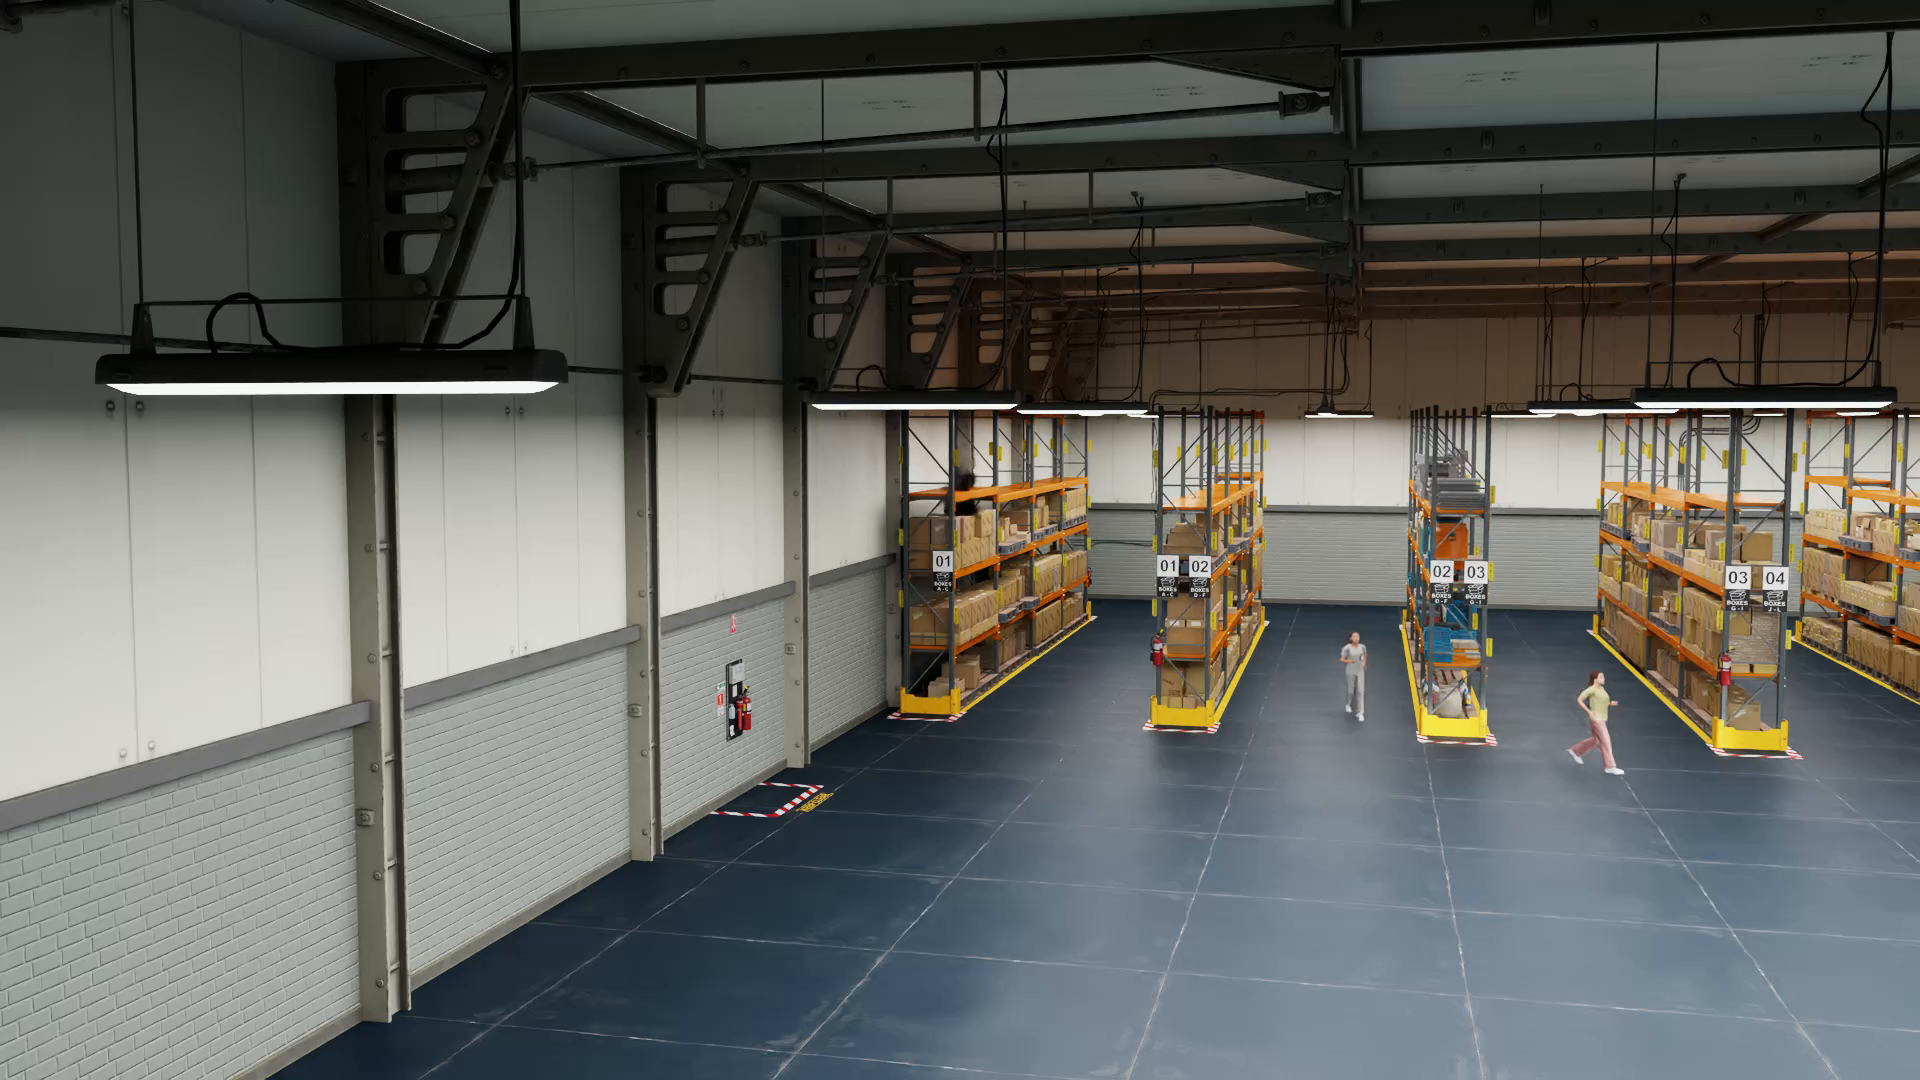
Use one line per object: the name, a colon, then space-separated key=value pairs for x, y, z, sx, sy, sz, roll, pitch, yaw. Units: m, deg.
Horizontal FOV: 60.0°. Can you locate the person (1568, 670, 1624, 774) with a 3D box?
person: x=10.358 y=2.931 z=27.051 sx=0.961 sy=1.646 sz=0.581 roll=4 pitch=6 yaw=43

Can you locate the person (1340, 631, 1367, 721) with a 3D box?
person: x=7.570 y=2.573 z=31.922 sx=0.565 sy=1.673 sz=0.951 roll=0 pitch=4 yaw=-2
